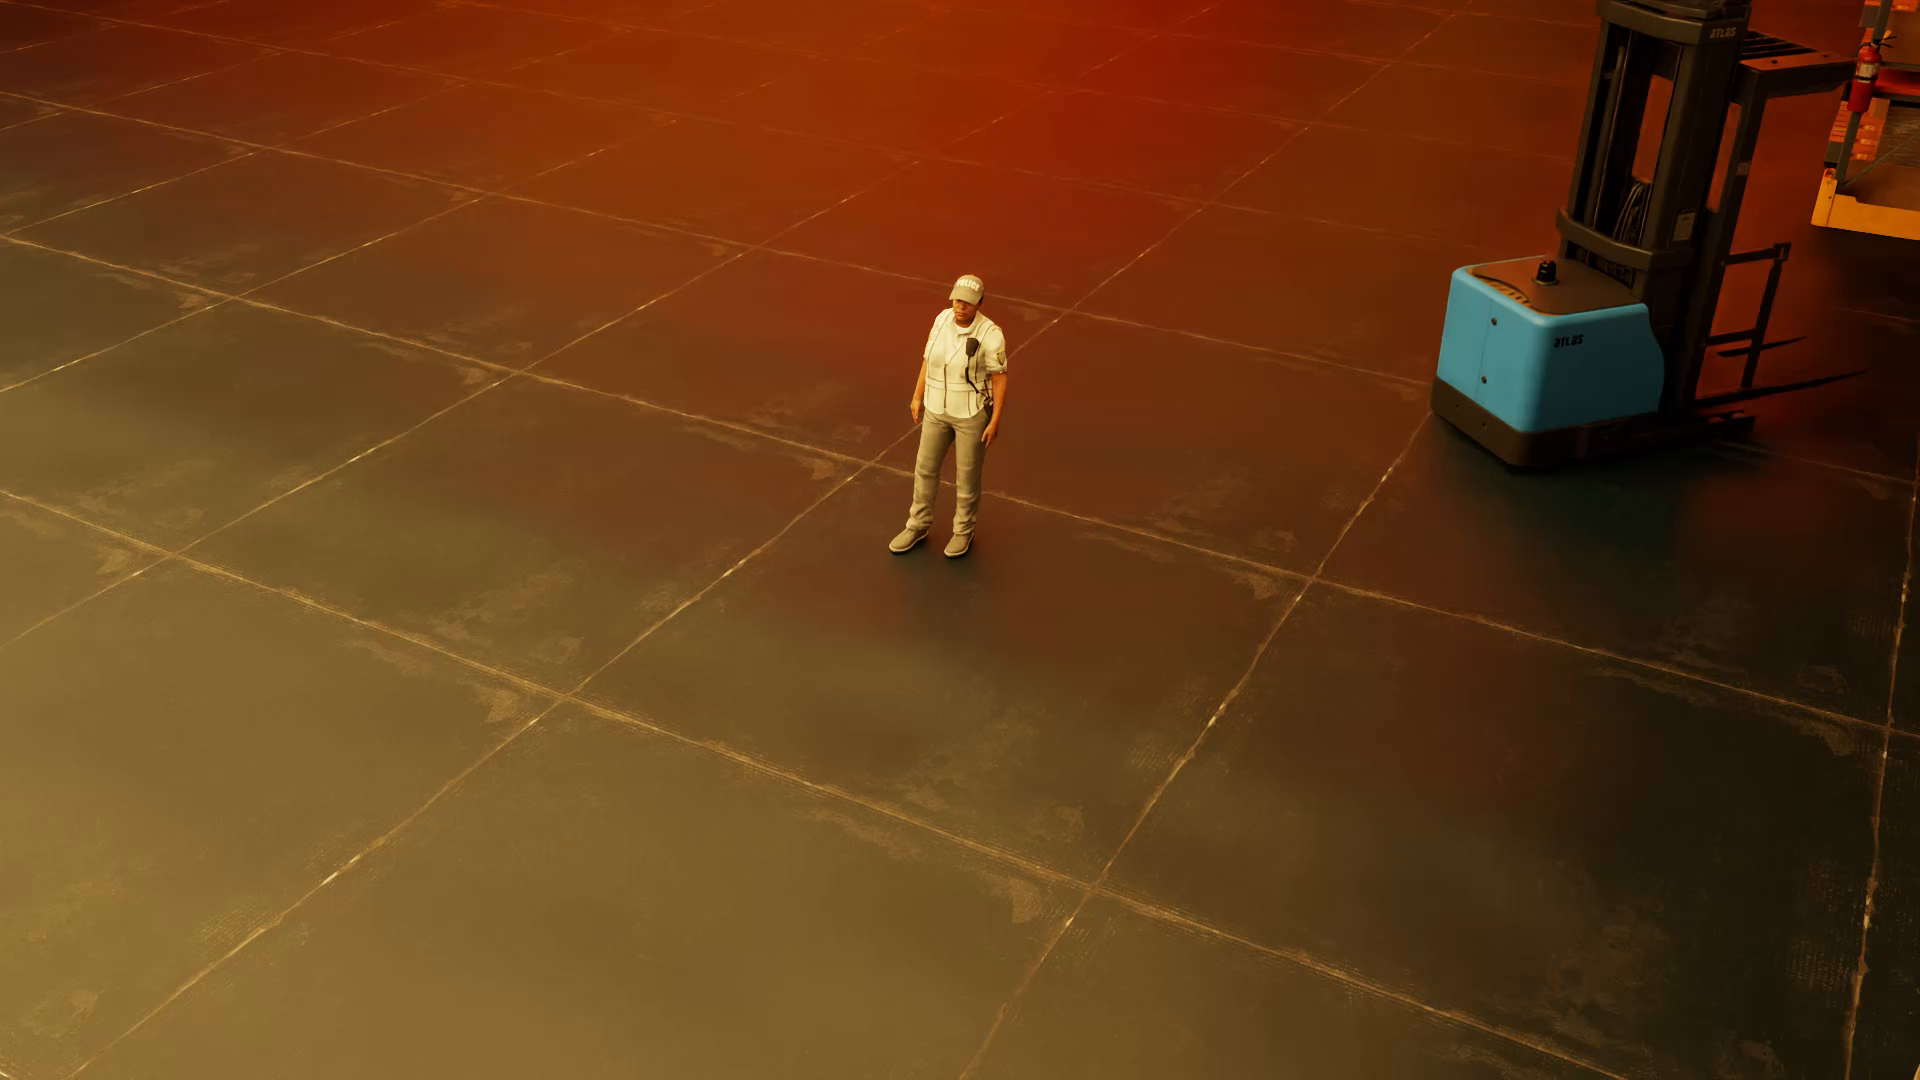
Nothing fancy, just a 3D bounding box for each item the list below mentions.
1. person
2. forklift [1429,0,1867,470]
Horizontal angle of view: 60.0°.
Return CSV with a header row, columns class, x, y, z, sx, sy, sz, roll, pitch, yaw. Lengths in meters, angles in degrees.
class,x,y,z,sx,sy,sz,roll,pitch,yaw
person,-0.057,-0.701,9.534,0.598,1.670,0.529,15,33,25
forklift,4.804,-2.164,10.820,3.031,2.935,1.130,-10,32,-17
